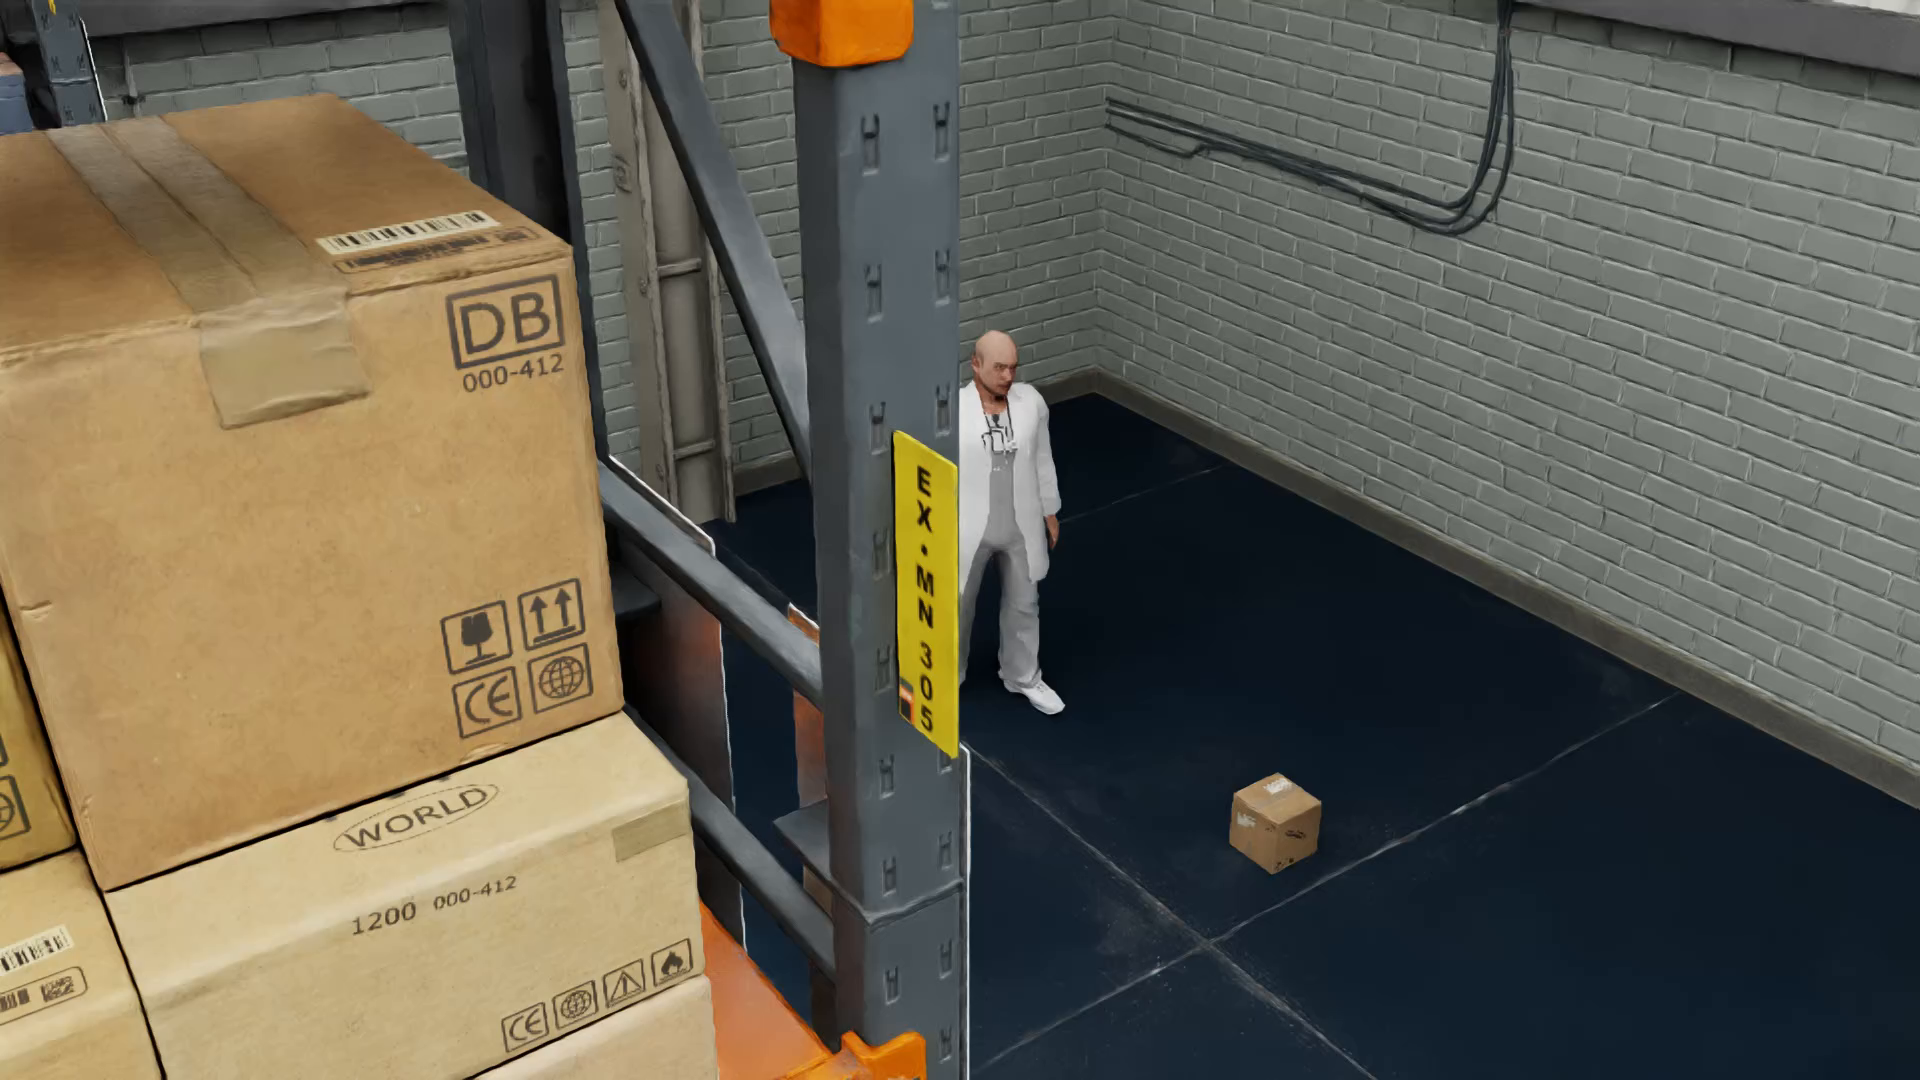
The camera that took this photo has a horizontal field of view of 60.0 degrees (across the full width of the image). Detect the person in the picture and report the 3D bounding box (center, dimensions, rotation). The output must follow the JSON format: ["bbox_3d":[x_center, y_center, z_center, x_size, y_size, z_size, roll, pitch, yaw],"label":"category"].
[{"bbox_3d":[0.109,-0.055,7.202,0.717,1.785,0.440,-6,29,-11],"label":"person"}]
